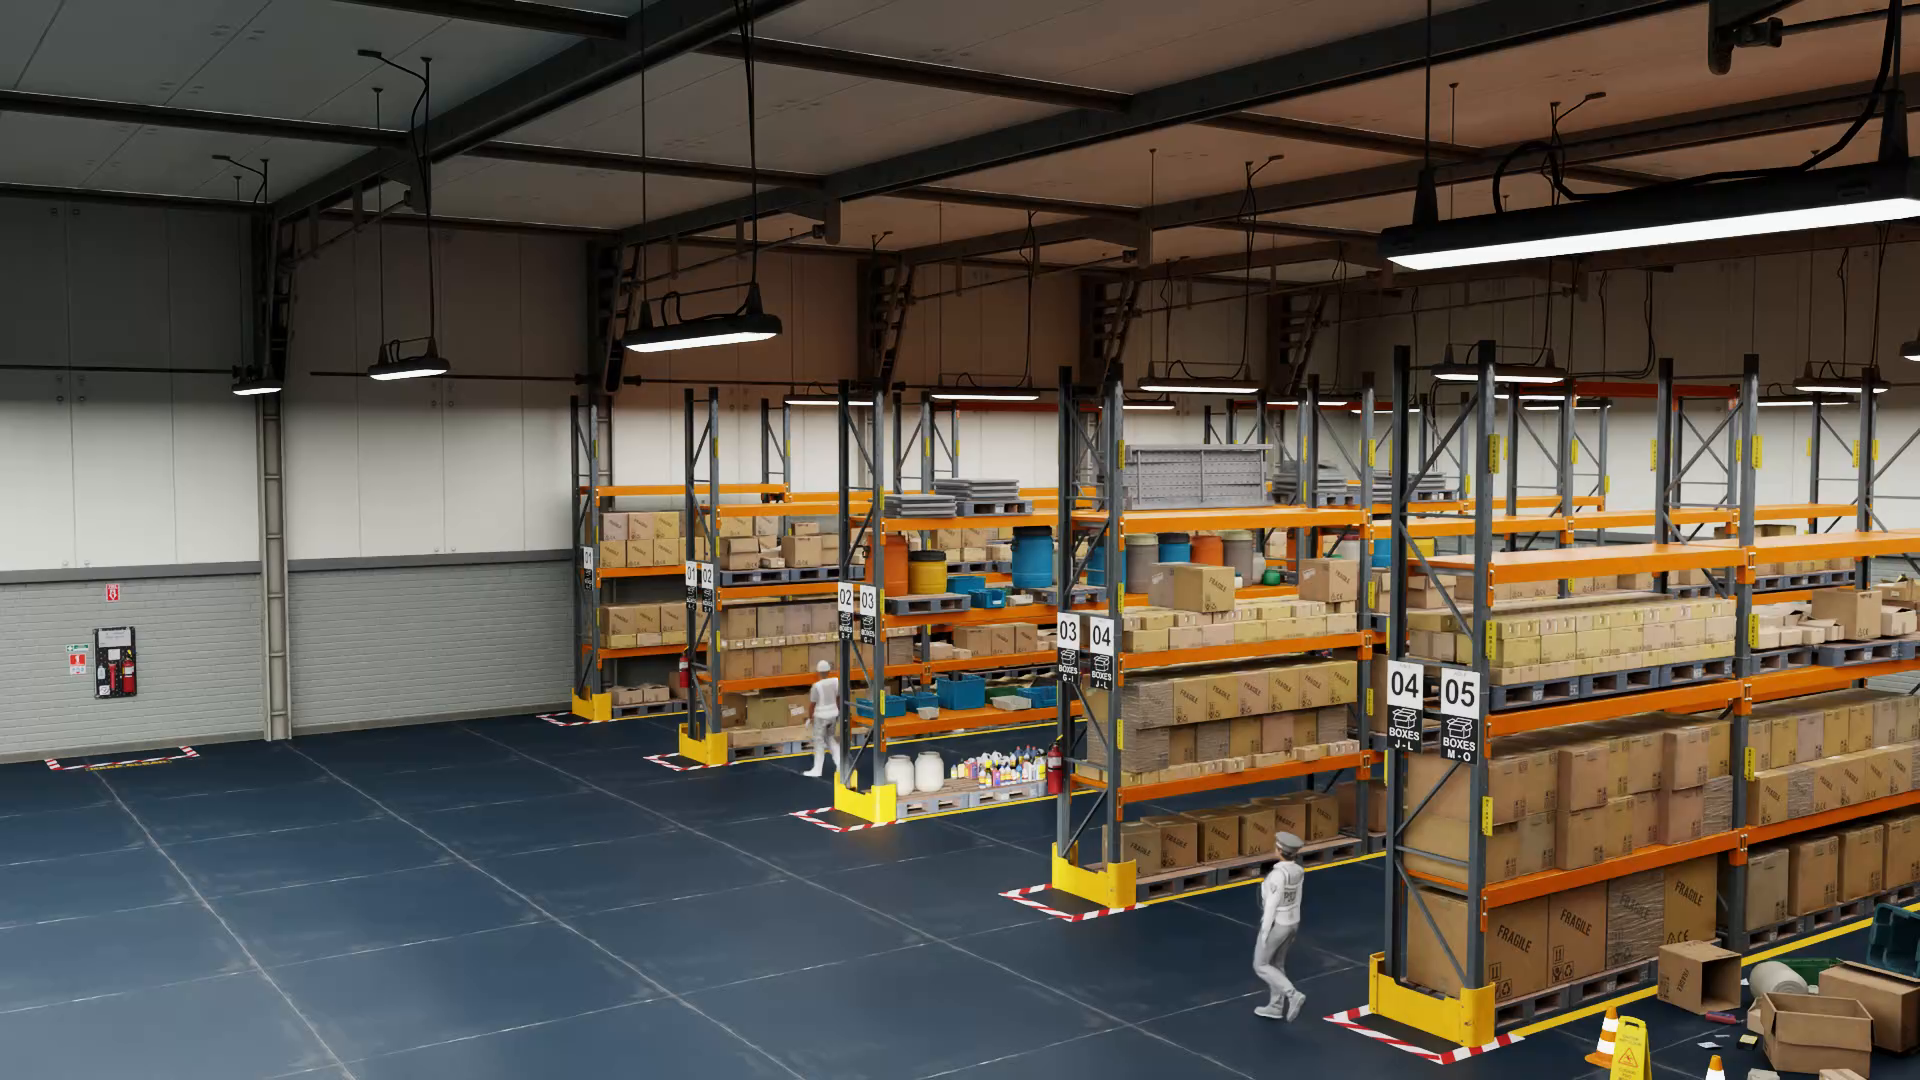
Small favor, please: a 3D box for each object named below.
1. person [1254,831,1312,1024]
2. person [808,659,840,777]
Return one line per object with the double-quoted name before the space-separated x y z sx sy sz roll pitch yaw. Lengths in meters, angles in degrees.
"person" 2.866 3.434 14.727 0.518 1.695 0.533 1 4 13
"person" -2.080 2.745 25.581 0.427 1.838 0.708 1 4 13
